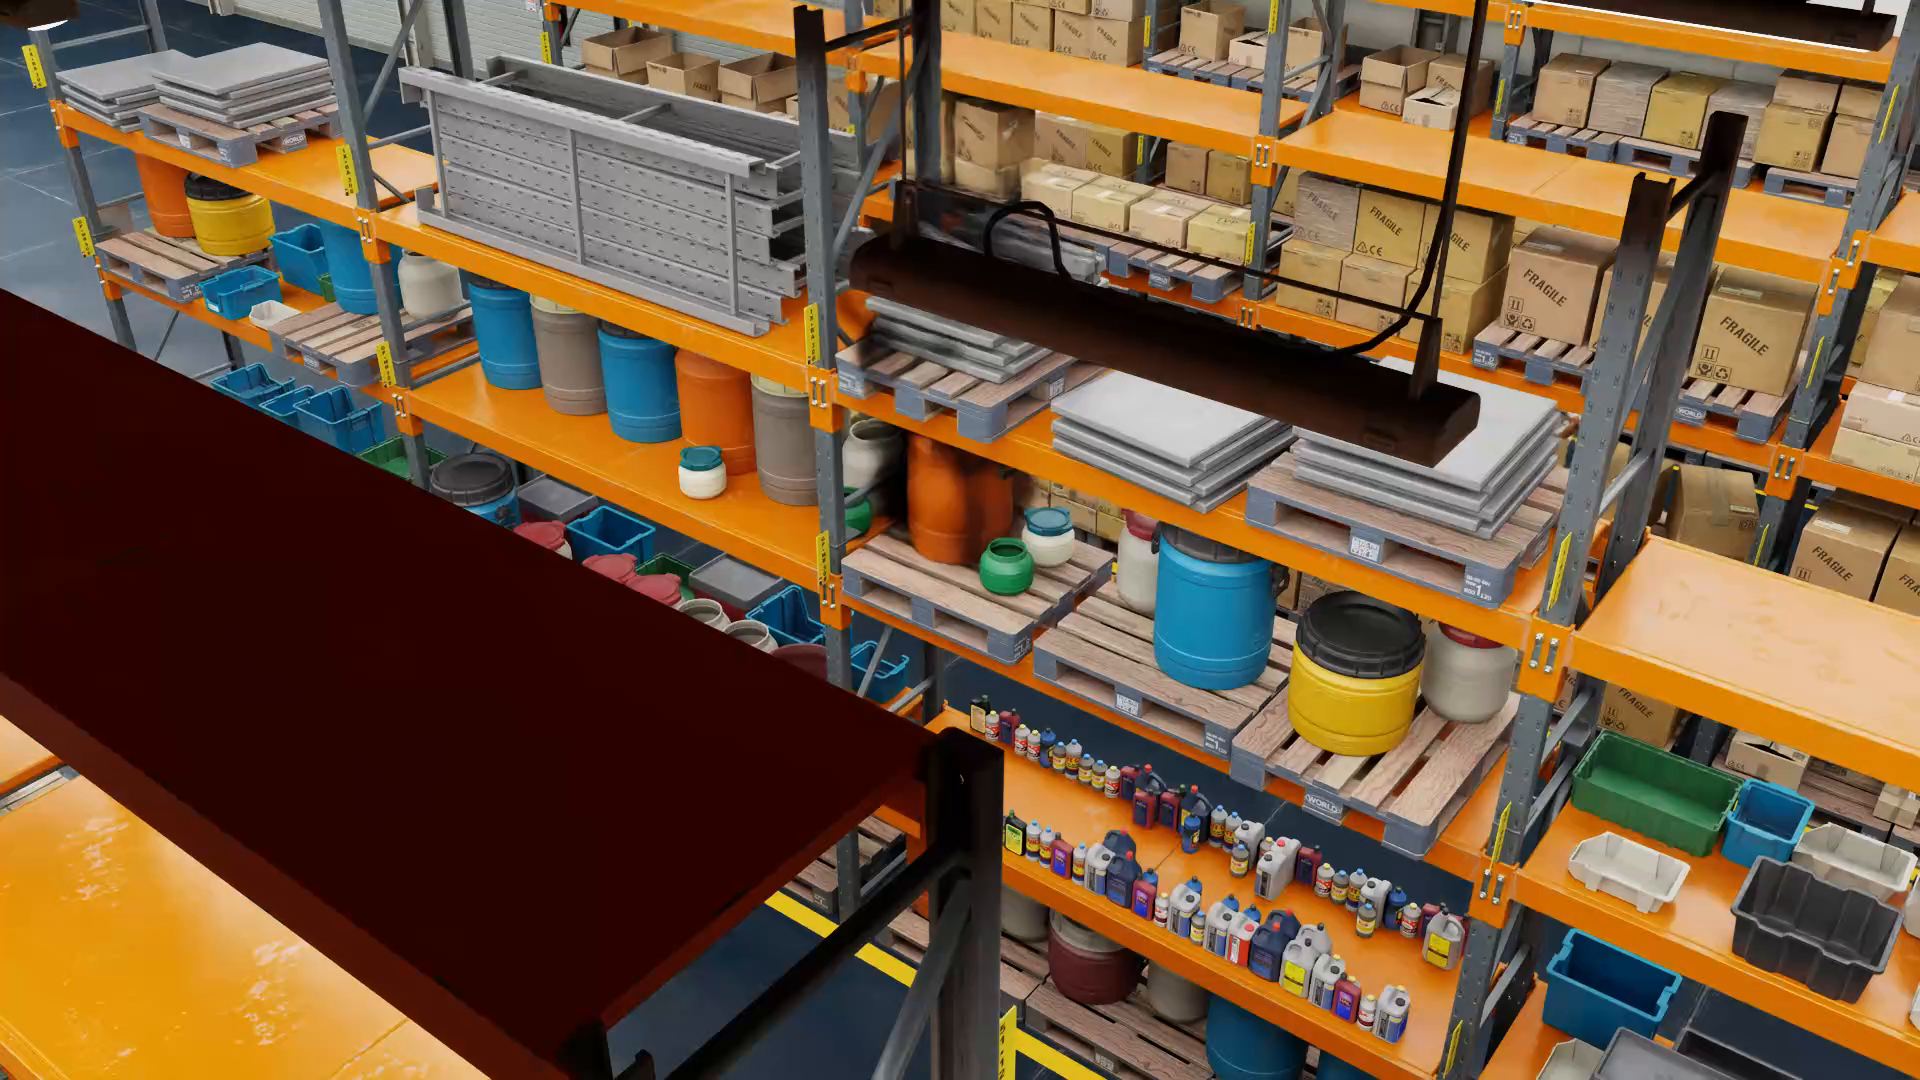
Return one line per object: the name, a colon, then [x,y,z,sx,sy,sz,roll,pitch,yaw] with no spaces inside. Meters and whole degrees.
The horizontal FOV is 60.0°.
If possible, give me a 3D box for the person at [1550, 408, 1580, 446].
person: [5.329,-0.867,15.132,0.759,1.705,0.554,15,34,23]
